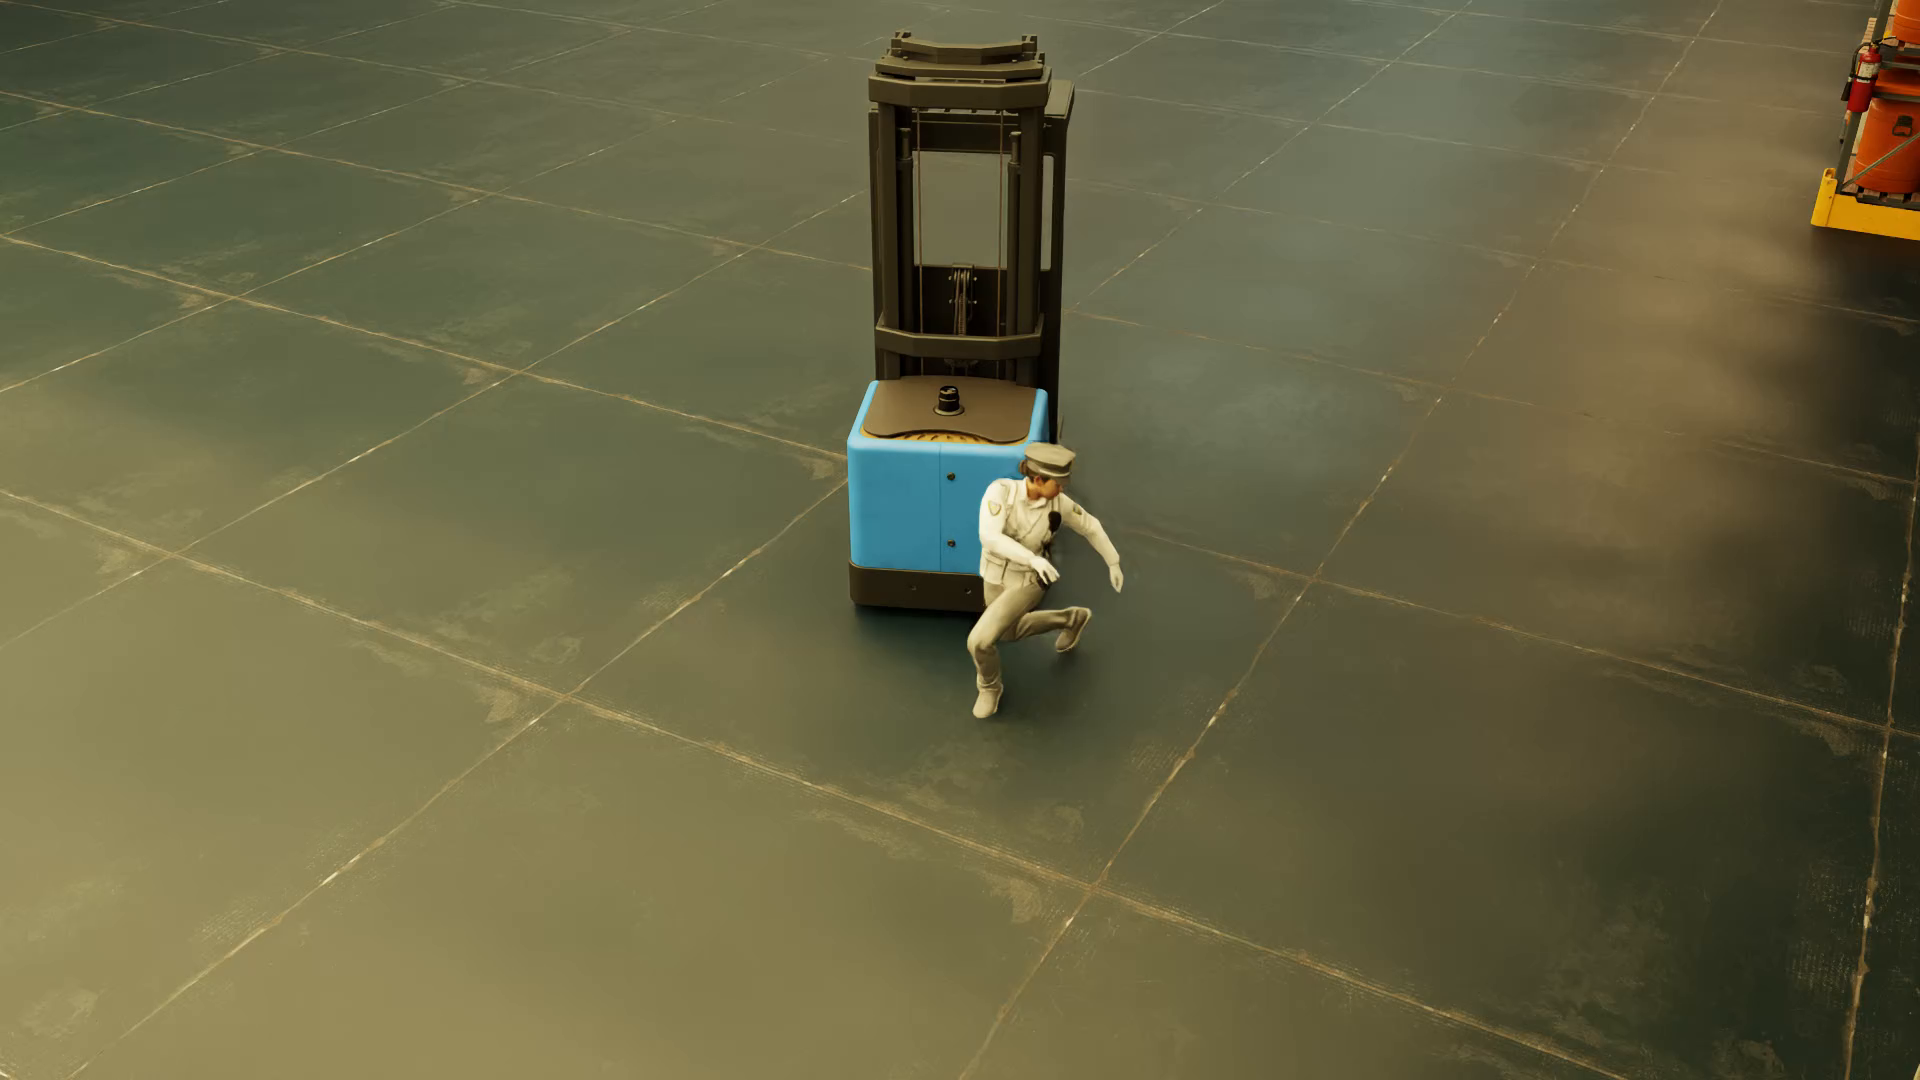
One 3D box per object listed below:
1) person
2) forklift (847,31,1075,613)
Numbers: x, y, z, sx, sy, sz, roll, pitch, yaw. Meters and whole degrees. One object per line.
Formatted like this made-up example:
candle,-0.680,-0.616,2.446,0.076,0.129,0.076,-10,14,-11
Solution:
person,0.411,0.166,8.359,0.631,1.438,0.903,18,35,28
forklift,0.072,-1.572,9.794,1.130,2.935,3.031,3,30,6
